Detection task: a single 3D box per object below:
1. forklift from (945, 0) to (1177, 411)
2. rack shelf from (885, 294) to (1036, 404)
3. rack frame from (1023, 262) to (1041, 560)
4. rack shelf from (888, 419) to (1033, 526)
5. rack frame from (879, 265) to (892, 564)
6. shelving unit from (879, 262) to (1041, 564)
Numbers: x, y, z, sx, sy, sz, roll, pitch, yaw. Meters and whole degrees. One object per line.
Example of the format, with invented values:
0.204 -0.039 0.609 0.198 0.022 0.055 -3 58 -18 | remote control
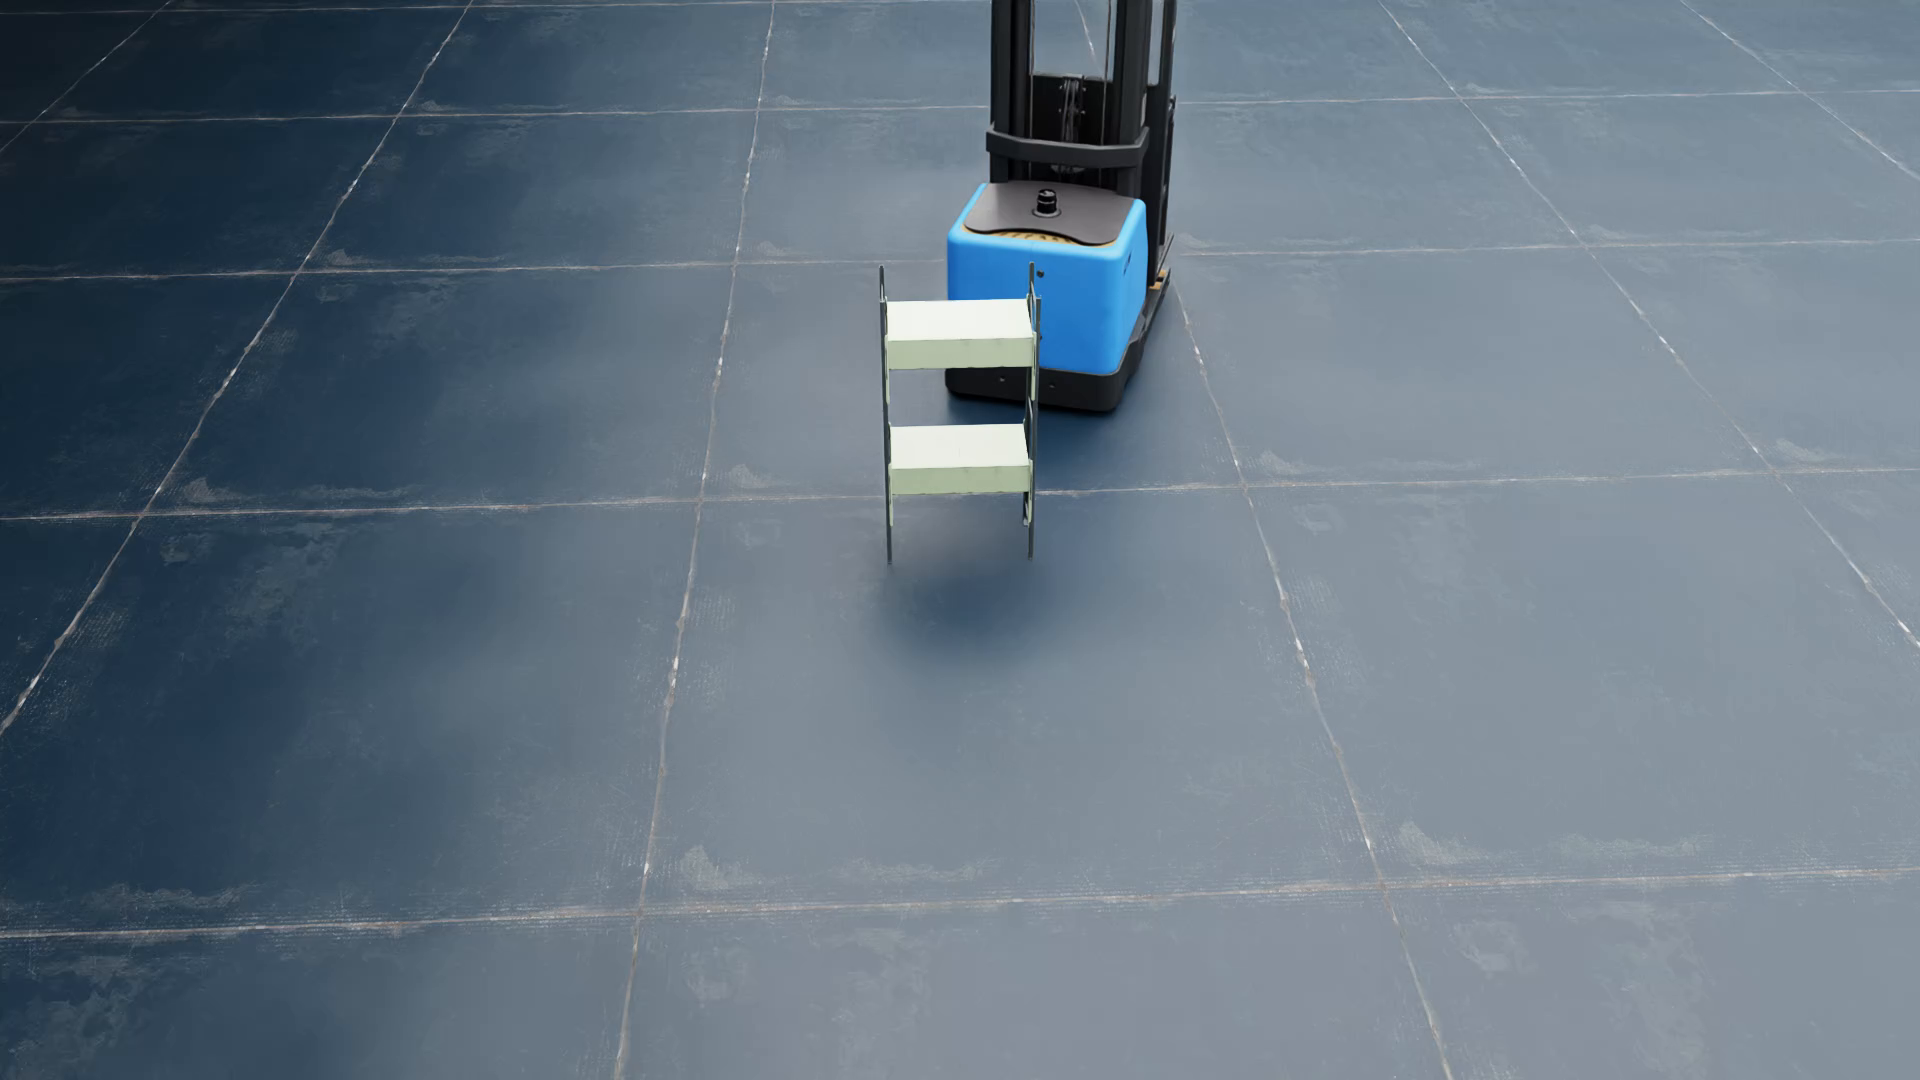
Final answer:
0.787 -2.797 10.252 1.130 2.935 3.031 9 36 12 | forklift
-0.007 -0.937 8.137 0.720 0.370 0.431 -2 35 -2 | rack shelf
0.359 -0.626 8.373 0.023 1.500 0.400 -2 35 -2 | rack frame
-0.007 -0.348 8.545 0.720 0.370 0.431 -2 35 -2 | rack shelf
-0.372 -0.607 8.345 0.023 1.500 0.400 -2 35 -2 | rack frame
-0.007 -0.617 8.359 0.755 1.500 0.431 -2 35 -2 | shelving unit
